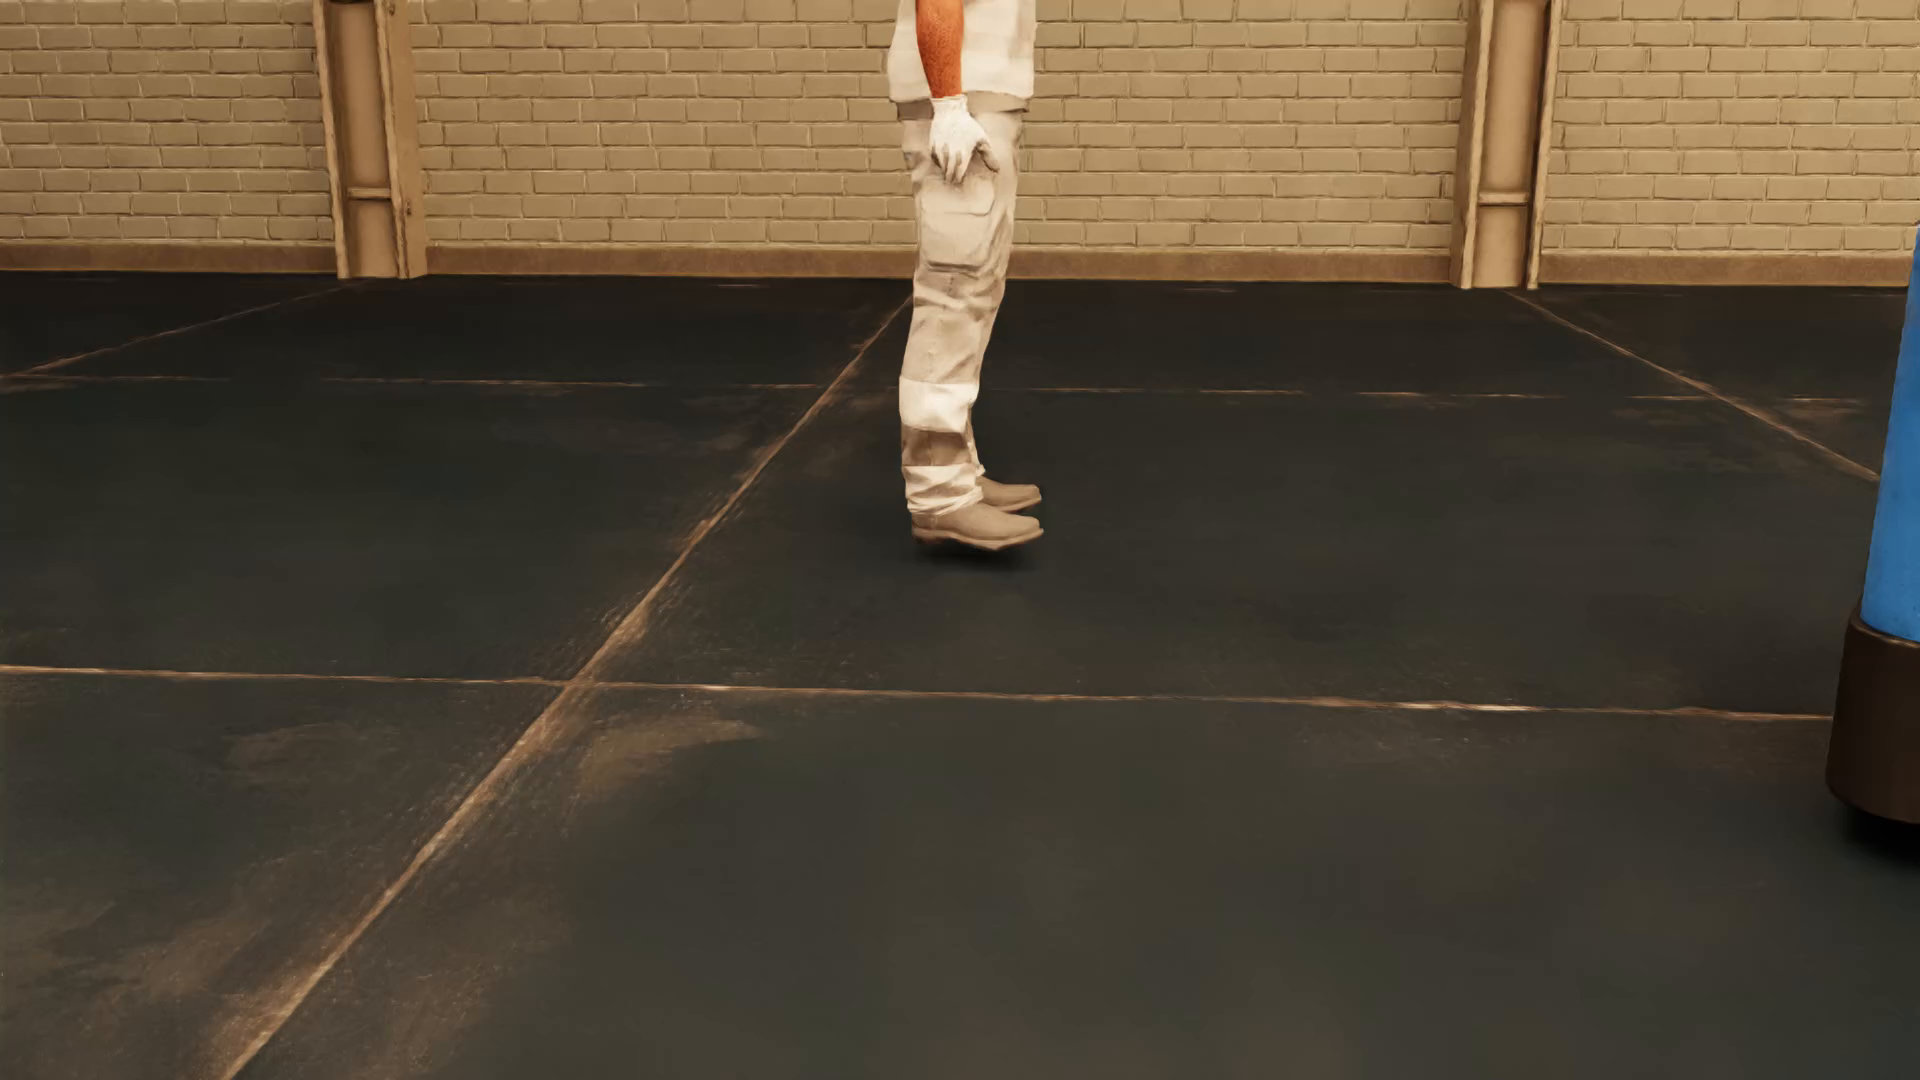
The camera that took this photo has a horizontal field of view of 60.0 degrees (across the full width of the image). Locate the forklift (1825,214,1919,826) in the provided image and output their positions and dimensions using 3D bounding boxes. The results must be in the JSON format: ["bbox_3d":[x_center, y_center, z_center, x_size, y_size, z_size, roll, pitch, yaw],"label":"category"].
[{"bbox_3d":[2.685,-0.873,1.437,3.031,2.935,1.130,11,18,34],"label":"forklift"}]

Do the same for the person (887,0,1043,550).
[{"bbox_3d":[0.021,-0.903,3.568,0.349,1.795,0.540,1,15,4],"label":"person"}]
